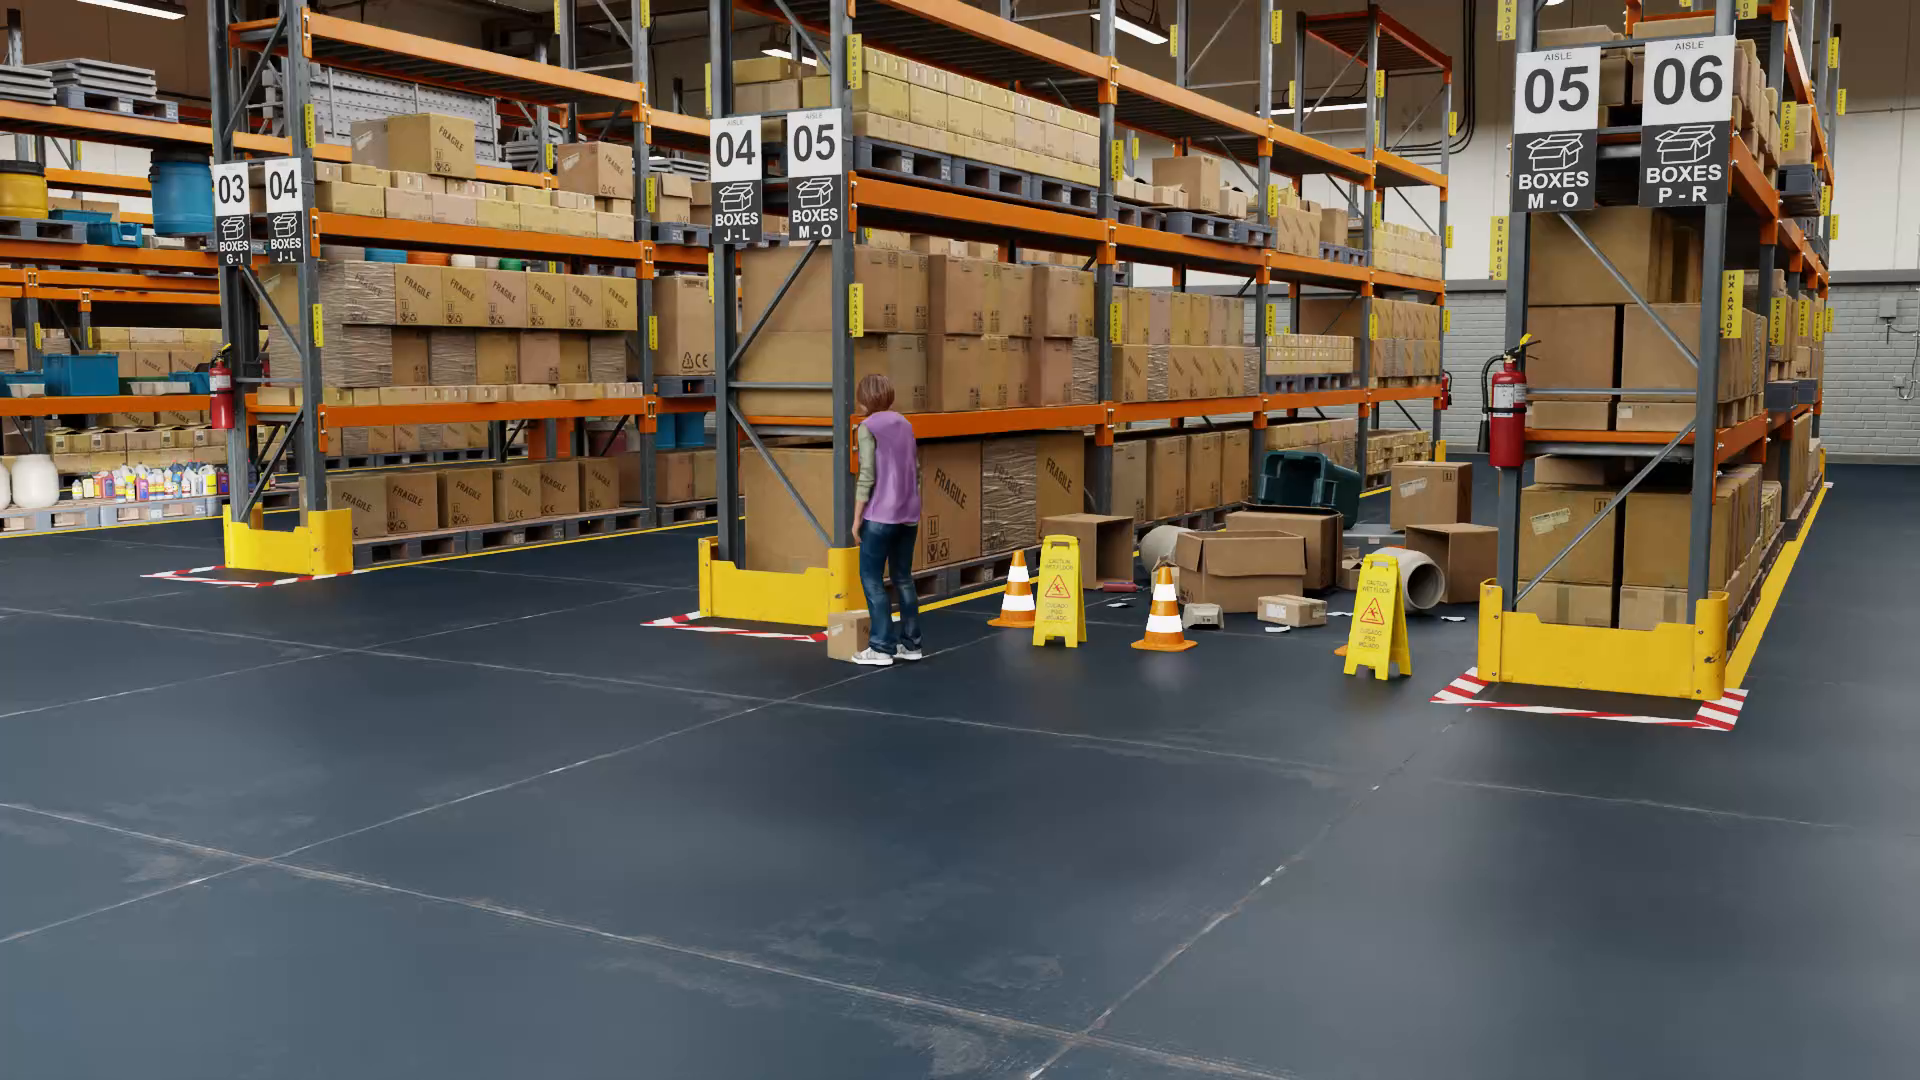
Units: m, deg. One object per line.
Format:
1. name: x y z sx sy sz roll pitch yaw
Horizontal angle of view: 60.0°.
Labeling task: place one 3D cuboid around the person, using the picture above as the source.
1. person: -0.391 -0.106 9.110 0.459 1.581 0.345 -6 9 -44
